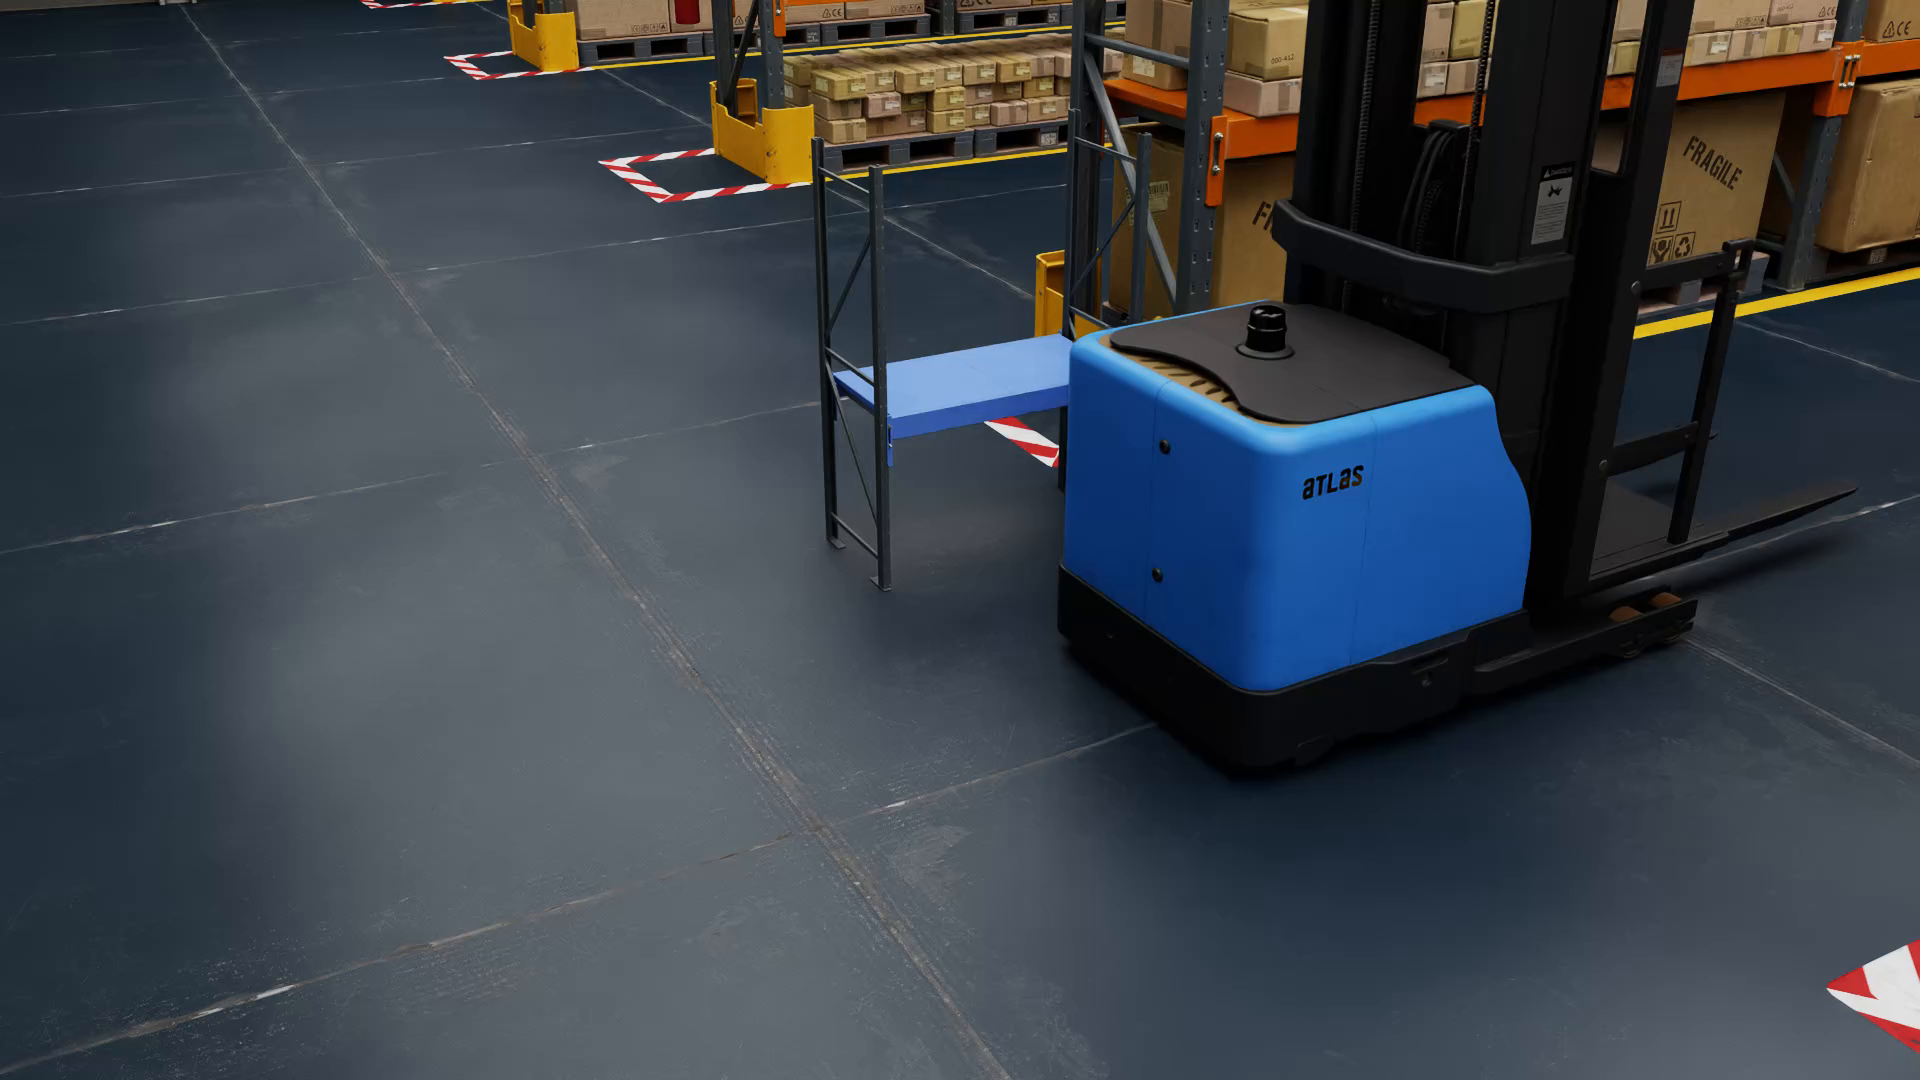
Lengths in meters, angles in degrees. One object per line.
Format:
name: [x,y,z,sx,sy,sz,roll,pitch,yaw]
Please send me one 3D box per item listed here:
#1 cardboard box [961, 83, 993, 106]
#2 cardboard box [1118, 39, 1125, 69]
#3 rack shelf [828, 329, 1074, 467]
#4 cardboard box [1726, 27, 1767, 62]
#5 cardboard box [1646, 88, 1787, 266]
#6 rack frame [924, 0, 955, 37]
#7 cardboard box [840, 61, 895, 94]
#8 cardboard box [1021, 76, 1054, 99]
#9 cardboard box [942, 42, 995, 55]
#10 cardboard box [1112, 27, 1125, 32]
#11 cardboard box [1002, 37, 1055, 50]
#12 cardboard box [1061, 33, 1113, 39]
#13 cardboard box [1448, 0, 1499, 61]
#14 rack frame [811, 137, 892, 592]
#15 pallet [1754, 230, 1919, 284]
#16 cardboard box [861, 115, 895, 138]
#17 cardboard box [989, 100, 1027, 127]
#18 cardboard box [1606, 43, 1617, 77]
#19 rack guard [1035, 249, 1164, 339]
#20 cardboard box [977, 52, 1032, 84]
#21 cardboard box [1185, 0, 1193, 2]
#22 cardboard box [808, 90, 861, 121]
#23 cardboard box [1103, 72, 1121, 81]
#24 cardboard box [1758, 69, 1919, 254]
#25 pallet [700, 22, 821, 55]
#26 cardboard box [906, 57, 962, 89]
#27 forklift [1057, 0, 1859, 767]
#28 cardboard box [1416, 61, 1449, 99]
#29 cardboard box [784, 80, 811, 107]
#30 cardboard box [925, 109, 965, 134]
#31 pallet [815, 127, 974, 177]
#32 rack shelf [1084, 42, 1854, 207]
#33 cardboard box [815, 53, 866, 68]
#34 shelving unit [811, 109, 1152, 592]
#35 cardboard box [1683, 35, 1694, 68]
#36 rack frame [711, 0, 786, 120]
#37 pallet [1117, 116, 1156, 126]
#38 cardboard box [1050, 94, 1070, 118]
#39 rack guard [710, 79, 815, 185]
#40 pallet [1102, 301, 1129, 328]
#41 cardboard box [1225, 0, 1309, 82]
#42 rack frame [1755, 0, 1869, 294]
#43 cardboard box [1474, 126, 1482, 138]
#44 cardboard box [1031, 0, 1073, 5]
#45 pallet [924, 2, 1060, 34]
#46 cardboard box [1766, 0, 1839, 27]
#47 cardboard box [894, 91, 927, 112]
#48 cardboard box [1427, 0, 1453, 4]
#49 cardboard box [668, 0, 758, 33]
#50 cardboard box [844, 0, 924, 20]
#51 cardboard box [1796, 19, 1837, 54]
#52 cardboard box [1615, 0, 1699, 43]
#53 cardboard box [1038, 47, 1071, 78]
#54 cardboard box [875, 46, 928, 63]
cardboard box: [0.035,-3.255,12.029,0.250,0.149,0.380,-14,29,-28]
cardboard box: [1.192,-3.660,12.530,0.250,0.149,0.380,-12,28,-23]
rack shelf: [0.075,-0.531,6.039,1.000,0.185,0.538,-13,29,-25]
cardboard box: [3.748,-2.484,8.248,0.250,0.149,0.380,-14,29,-26]
cardboard box: [3.697,-2.017,8.954,0.875,0.875,0.875,-13,29,-25]
rack frame: [-0.346,-6.674,16.684,0.127,3.000,1.000,-13,29,-25]
cardboard box: [-0.648,-3.240,11.655,0.250,0.149,0.380,-12,28,-24]
cardboard box: [0.498,-3.377,12.283,0.250,0.149,0.380,-12,28,-23]
cardboard box: [0.062,-3.612,12.429,0.250,0.149,0.380,-14,29,-27]
cardboard box: [1.400,-3.952,13.136,0.250,0.149,0.380,-12,28,-23]
cardboard box: [0.516,-3.712,12.636,0.250,0.149,0.380,-14,29,-27]
cardboard box: [0.980,-3.819,12.861,0.250,0.149,0.380,-14,29,-26]
cardboard box: [2.239,-2.345,7.498,0.500,0.250,0.500,-14,29,-27]
rack frame: [-0.373,-0.590,5.746,0.032,1.500,0.500,-13,29,-25]
pallet: [4.962,-1.818,9.792,1.213,0.211,1.003,-13,29,-25]
cardboard box: [-0.652,-2.962,11.763,0.250,0.149,0.380,-13,29,-25]
cardboard box: [0.282,-3.131,12.115,0.250,0.149,0.380,-15,29,-28]
cardboard box: [2.843,-2.275,7.813,0.250,0.149,0.380,-13,28,-24]
rack guard: [0.766,-0.942,7.635,0.348,0.500,1.175,-13,29,-25]
cardboard box: [0.317,-3.414,12.016,0.250,0.149,0.380,-13,28,-24]
cardboard box: [1.094,-2.678,7.326,0.500,0.500,0.500,-13,28,-24]
cardboard box: [-0.874,-3.036,11.573,0.250,0.149,0.380,-12,28,-23]
cardboard box: [1.000,-3.462,12.460,0.250,0.149,0.380,-12,28,-24]
cardboard box: [4.872,-2.258,9.458,0.875,0.875,1.225,-13,29,-25]
pallet: [-2.132,-5.041,16.506,1.213,0.211,1.003,-13,29,-25]
cardboard box: [-0.186,-3.325,11.831,0.250,0.149,0.380,-15,29,-28]
forklift: [1.854,-1.118,5.192,3.031,2.935,1.130,-14,29,-27]
cardboard box: [1.937,-2.066,7.377,0.250,0.149,0.380,-13,29,-26]
cardboard box: [-1.126,-3.244,12.005,0.250,0.149,0.380,-14,29,-26]
cardboard box: [-0.159,-3.026,11.895,0.250,0.149,0.380,-13,28,-24]
pallet: [-0.657,-2.899,12.045,1.213,0.211,1.003,-13,29,-25]
rack shelf: [2.552,-2.157,8.109,4.000,0.370,1.077,-13,29,-25]
cardboard box: [-0.861,-3.395,11.977,0.250,0.149,0.380,-12,28,-24]
shelving unit: [0.075,-0.693,5.962,1.048,1.500,0.538,-13,29,-25]
cardboard box: [3.294,-2.379,8.029,0.250,0.149,0.380,-12,28,-24]
rack frame: [-1.457,-3.989,11.093,0.127,3.000,1.000,-13,29,-25]
pallet: [1.496,-3.396,13.080,1.213,0.211,1.003,-13,29,-25]
cardboard box: [0.711,-3.260,12.382,0.250,0.149,0.380,-12,28,-24]
rack guard: [-1.390,-2.878,11.666,0.348,0.500,1.175,-13,29,-25]
pallet: [1.456,-1.010,8.110,1.213,0.211,1.003,-13,29,-25]
cardboard box: [1.338,-2.135,7.061,0.500,0.250,0.500,-14,29,-26]
rack frame: [4.317,-2.889,8.801,0.127,3.000,1.000,-13,29,-25]
cardboard box: [2.118,-1.652,8.195,0.875,0.875,0.875,-13,29,-25]
cardboard box: [0.957,-6.249,17.769,0.875,0.875,0.875,-12,28,-24]
pallet: [0.299,-5.602,17.675,1.213,0.211,1.003,-13,29,-25]
cardboard box: [4.051,-2.765,8.373,0.500,0.250,0.500,-14,29,-26]
cardboard box: [-0.432,-3.154,11.818,0.250,0.149,0.380,-13,28,-24]
cardboard box: [1.779,-2.575,7.111,0.500,0.500,0.500,-14,29,-26]
cardboard box: [-2.537,-5.255,16.205,0.875,0.438,0.875,-12,28,-24]
cardboard box: [-0.951,-5.621,16.967,0.875,0.438,0.875,-13,29,-26]
cardboard box: [4.202,-2.588,8.466,0.250,0.149,0.380,-13,28,-25]
cardboard box: [3.145,-2.555,7.935,0.500,0.250,0.500,-12,28,-24]
cardboard box: [0.764,-3.510,12.217,0.250,0.149,0.380,-14,29,-27]
cardboard box: [-0.434,-3.525,12.248,0.250,0.149,0.380,-14,29,-27]
